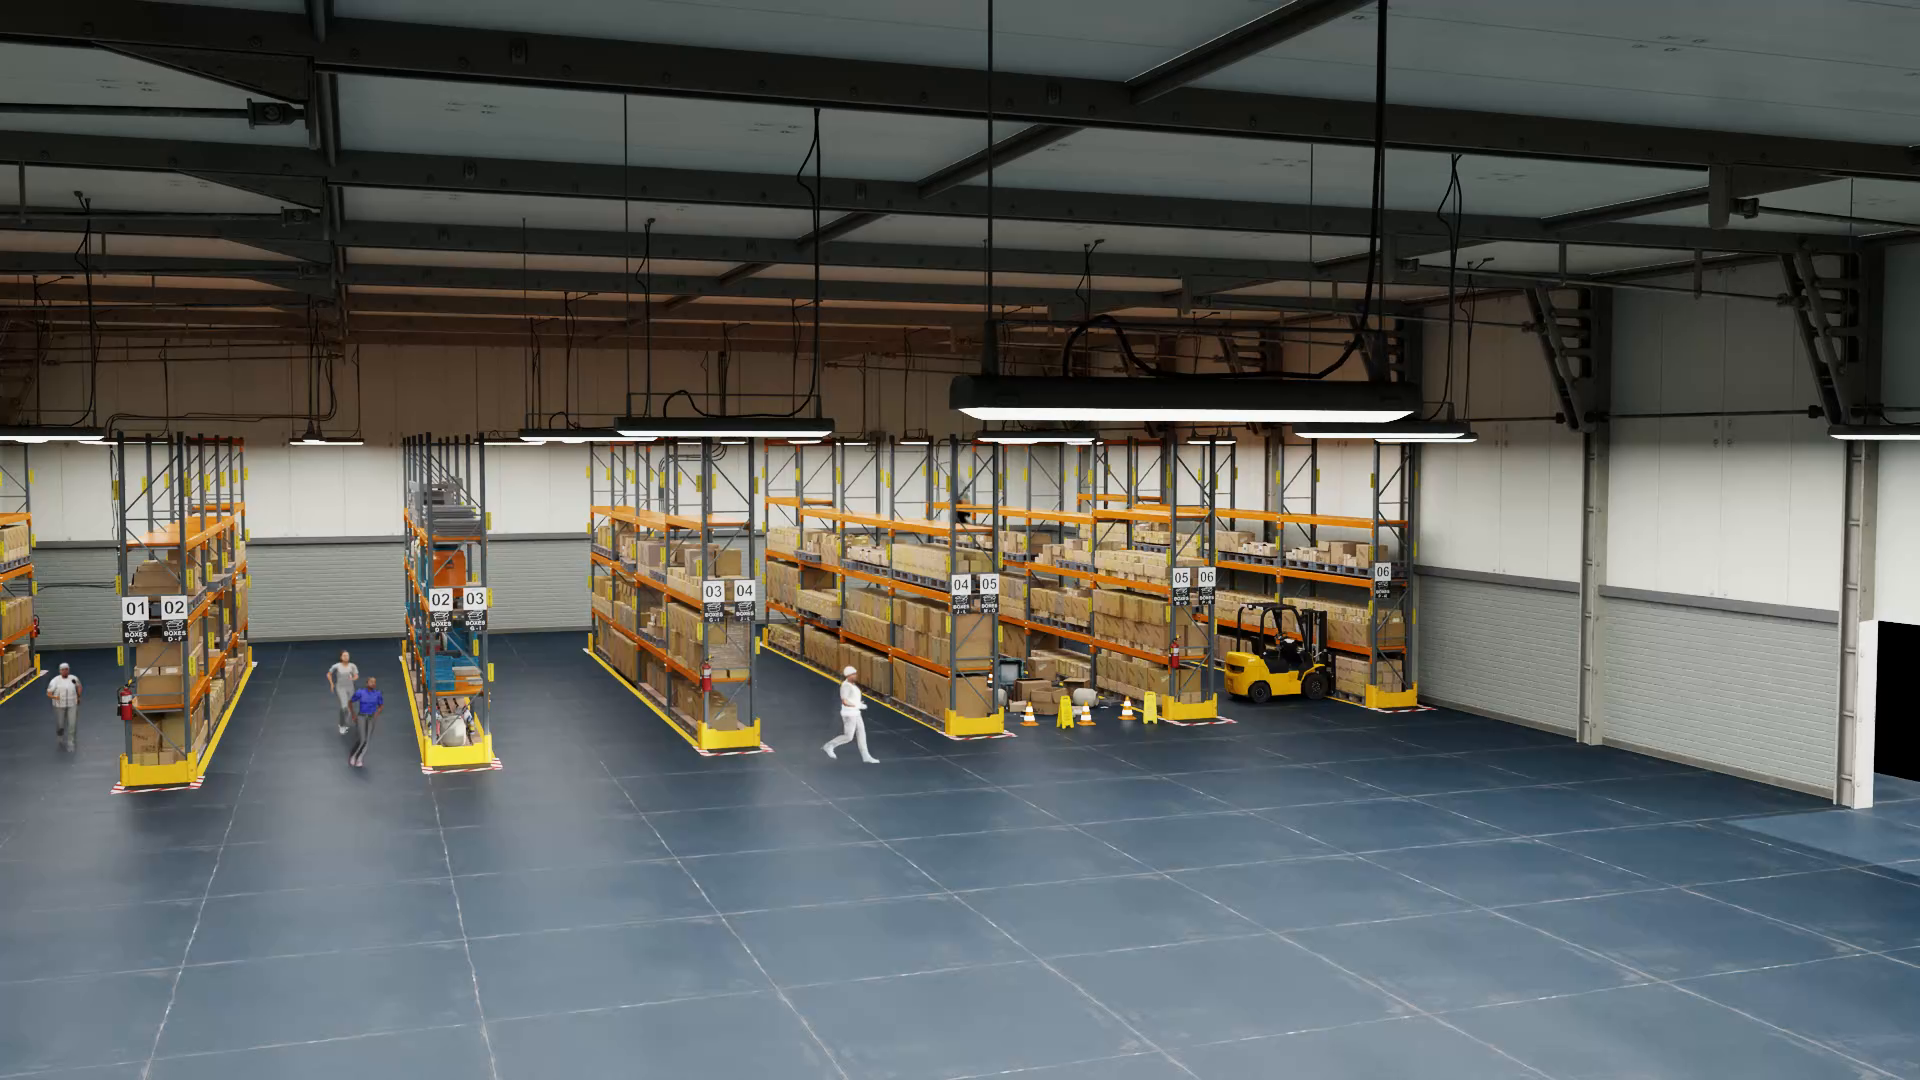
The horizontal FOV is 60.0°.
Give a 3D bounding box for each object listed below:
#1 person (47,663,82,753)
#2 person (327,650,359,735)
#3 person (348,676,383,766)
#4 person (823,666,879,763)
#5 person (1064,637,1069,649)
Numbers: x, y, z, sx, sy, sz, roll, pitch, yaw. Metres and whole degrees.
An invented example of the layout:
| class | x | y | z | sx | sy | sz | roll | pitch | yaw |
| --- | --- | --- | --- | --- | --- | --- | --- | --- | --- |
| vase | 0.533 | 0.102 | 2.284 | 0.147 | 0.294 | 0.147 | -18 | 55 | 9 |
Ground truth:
| class | x | y | z | sx | sy | sz | roll | pitch | yaw |
| --- | --- | --- | --- | --- | --- | --- | --- | --- | --- |
| person | -16.903 | 3.153 | 31.431 | 0.609 | 1.664 | 0.870 | -2 | 4 | -36 |
| person | -12.305 | 3.057 | 33.267 | 0.533 | 1.649 | 0.694 | -3 | 4 | -39 |
| person | -10.679 | 3.258 | 29.924 | 0.619 | 1.604 | 0.546 | -2 | 4 | -37 |
| person | -1.968 | 3.155 | 29.987 | 1.022 | 1.764 | 0.692 | 0 | 3 | 8 |
| person | 2.899 | 2.337 | 46.428 | 0.601 | 1.540 | 0.591 | -1 | 3 | -24 |
